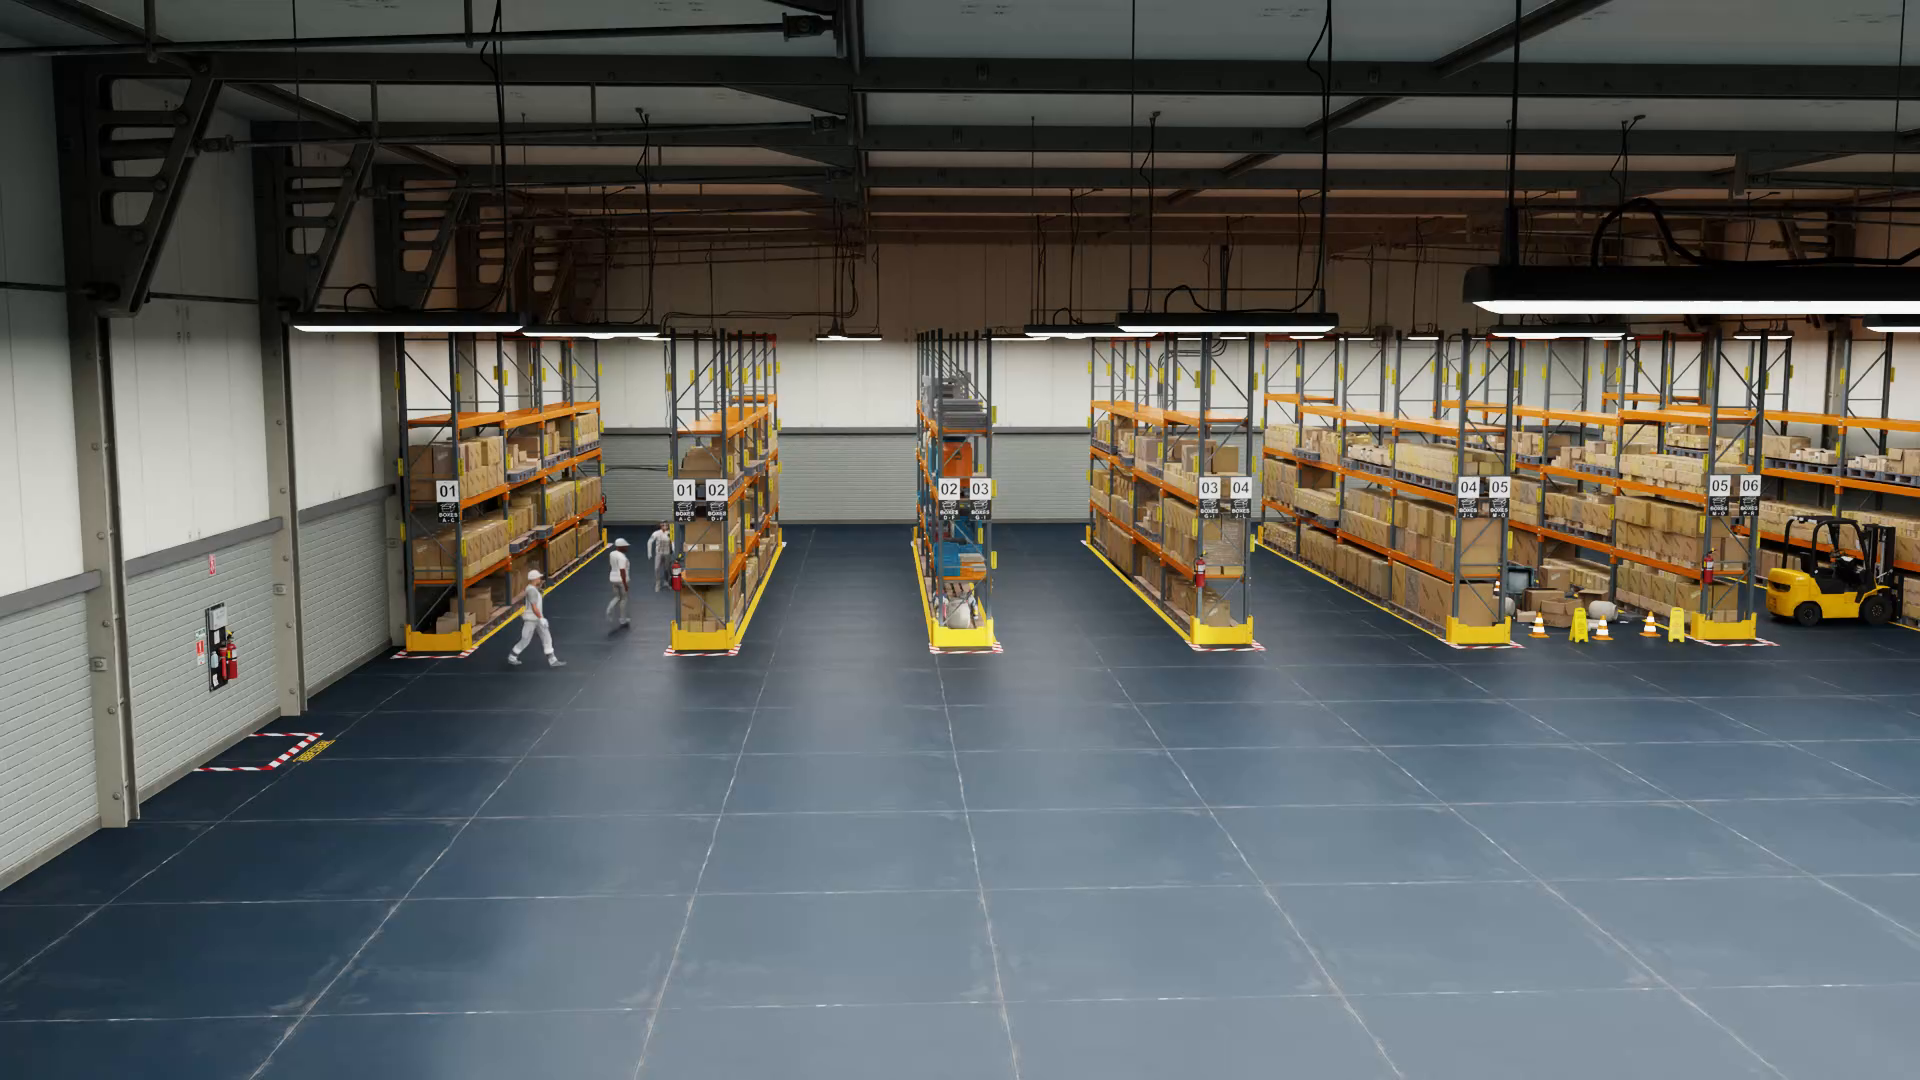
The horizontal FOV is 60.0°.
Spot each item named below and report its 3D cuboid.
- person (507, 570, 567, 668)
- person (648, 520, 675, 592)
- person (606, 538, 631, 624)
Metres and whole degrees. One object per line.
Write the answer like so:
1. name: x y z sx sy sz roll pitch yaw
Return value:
1. person: -7.510 1.410 29.388 1.052 1.750 0.473 2 7 16
2. person: -6.946 0.347 38.876 0.692 1.654 0.958 0 7 -1
3. person: -6.981 0.844 33.919 0.542 1.758 0.602 4 8 30
